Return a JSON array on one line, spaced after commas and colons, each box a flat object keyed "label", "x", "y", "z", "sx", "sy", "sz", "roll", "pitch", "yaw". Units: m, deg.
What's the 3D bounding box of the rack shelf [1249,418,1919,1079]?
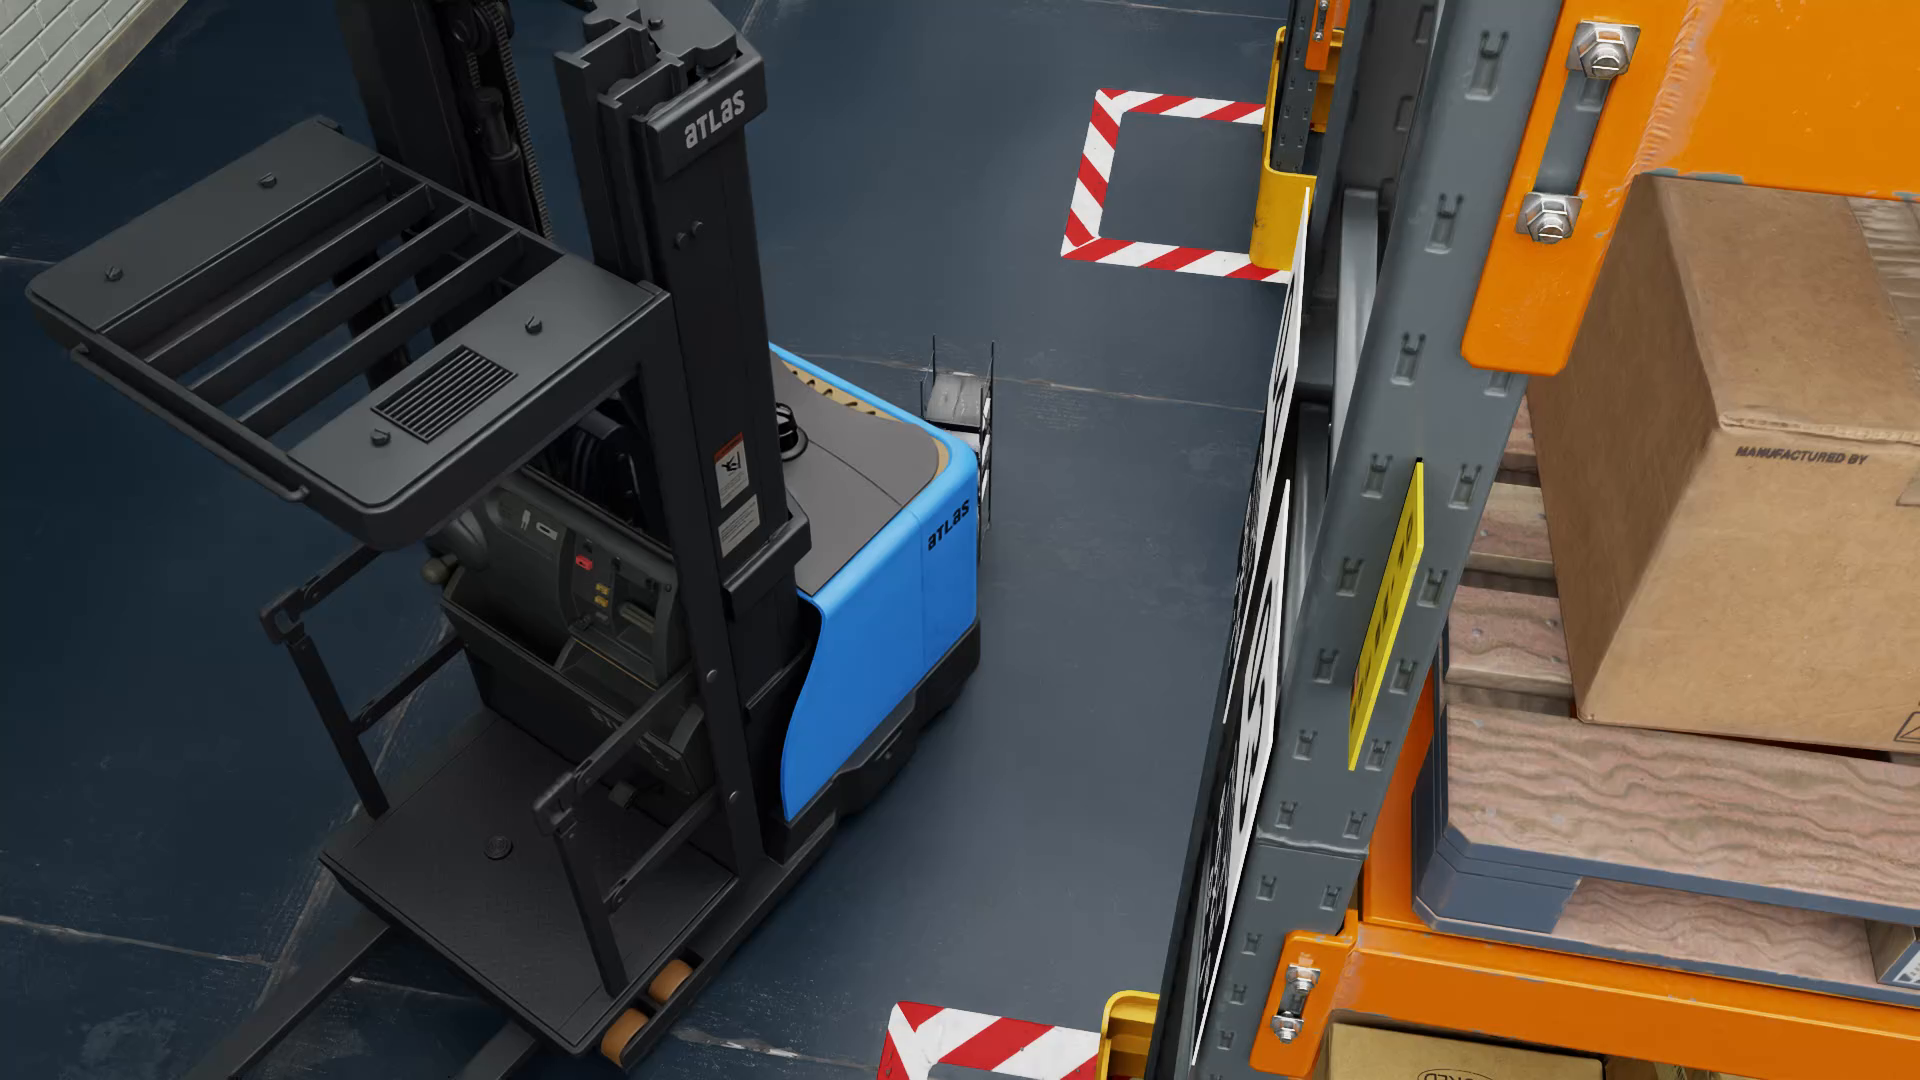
[{"label": "rack shelf", "x": 2.456, "y": 0.495, "z": 2.255, "sx": 4.000, "sy": 0.370, "sz": 1.077, "roll": 8, "pitch": 49, "yaw": 7}]

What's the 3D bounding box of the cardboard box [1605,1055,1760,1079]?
[{"label": "cardboard box", "x": 1.405, "y": 1.020, "z": 2.713, "sx": 0.500, "sy": 0.500, "sz": 0.500, "roll": 7, "pitch": 48, "yaw": 6}]

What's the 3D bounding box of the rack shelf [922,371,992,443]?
[{"label": "rack shelf", "x": -0.008, "y": -0.460, "z": 5.740, "sx": 0.200, "sy": 0.077, "sz": 0.258, "roll": 8, "pitch": 49, "yaw": 7}]

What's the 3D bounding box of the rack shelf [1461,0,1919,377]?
[{"label": "rack shelf", "x": 2.456, "y": -0.373, "z": 1.288, "sx": 4.000, "sy": 0.370, "sz": 1.077, "roll": 8, "pitch": 49, "yaw": 7}]

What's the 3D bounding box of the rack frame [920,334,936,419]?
[{"label": "rack frame", "x": -0.108, "y": -0.315, "z": 5.928, "sx": 0.006, "sy": 0.900, "sz": 0.240, "roll": 8, "pitch": 49, "yaw": 7}]

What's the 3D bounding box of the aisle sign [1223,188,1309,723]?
[{"label": "aisle sign", "x": 0.471, "y": -0.105, "z": 2.580, "sx": 0.004, "sy": 0.787, "sz": 0.394, "roll": 8, "pitch": 49, "yaw": 7}]

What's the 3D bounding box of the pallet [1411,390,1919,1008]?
[{"label": "pallet", "x": 1.220, "y": 0.111, "z": 2.177, "sx": 1.213, "sy": 0.211, "sz": 1.003, "roll": 8, "pitch": 49, "yaw": 7}]

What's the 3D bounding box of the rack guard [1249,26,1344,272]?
[{"label": "rack guard", "x": 1.545, "y": -1.779, "z": 7.512, "sx": 0.348, "sy": 0.500, "sz": 1.175, "roll": 8, "pitch": 49, "yaw": 7}]

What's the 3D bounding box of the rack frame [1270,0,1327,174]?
[{"label": "rack frame", "x": 1.470, "y": -2.624, "z": 6.591, "sx": 0.127, "sy": 3.000, "sz": 1.000, "roll": 8, "pitch": 49, "yaw": 7}]

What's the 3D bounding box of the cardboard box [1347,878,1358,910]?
[{"label": "cardboard box", "x": 1.014, "y": 0.565, "z": 3.122, "sx": 0.500, "sy": 0.500, "sz": 0.500, "roll": 8, "pitch": 49, "yaw": 7}]

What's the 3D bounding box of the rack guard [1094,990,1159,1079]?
[{"label": "rack guard", "x": 0.465, "y": 1.825, "z": 4.274, "sx": 0.348, "sy": 0.500, "sz": 1.175, "roll": 8, "pitch": 49, "yaw": 7}]

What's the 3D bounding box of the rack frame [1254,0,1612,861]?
[{"label": "rack frame", "x": 0.488, "y": -1.012, "z": 1.110, "sx": 0.127, "sy": 3.000, "sz": 1.000, "roll": 8, "pitch": 49, "yaw": 7}]

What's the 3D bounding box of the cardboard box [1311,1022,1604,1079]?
[{"label": "cardboard box", "x": 0.913, "y": 1.205, "z": 3.052, "sx": 0.500, "sy": 0.250, "sz": 0.500, "roll": 7, "pitch": 48, "yaw": 6}]

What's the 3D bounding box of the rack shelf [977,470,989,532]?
[{"label": "rack shelf", "x": -0.008, "y": -0.159, "z": 6.075, "sx": 0.200, "sy": 0.077, "sz": 0.258, "roll": 8, "pitch": 49, "yaw": 7}]

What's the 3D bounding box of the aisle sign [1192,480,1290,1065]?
[{"label": "aisle sign", "x": 0.364, "y": 0.334, "z": 2.185, "sx": 0.004, "sy": 0.787, "sz": 0.394, "roll": 8, "pitch": 49, "yaw": 7}]

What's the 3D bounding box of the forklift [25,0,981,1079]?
[{"label": "forklift", "x": -1.201, "y": 0.137, "z": 4.156, "sx": 1.130, "sy": 2.935, "sz": 3.031, "roll": 28, "pitch": 54, "yaw": 23}]

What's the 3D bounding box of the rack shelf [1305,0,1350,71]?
[{"label": "rack shelf", "x": 3.438, "y": -2.119, "z": 6.621, "sx": 4.000, "sy": 0.370, "sz": 1.077, "roll": 8, "pitch": 49, "yaw": 7}]

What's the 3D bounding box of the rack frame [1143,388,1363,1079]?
[{"label": "rack frame", "x": 0.488, "y": 0.993, "z": 3.341, "sx": 0.127, "sy": 3.000, "sz": 1.000, "roll": 8, "pitch": 49, "yaw": 7}]

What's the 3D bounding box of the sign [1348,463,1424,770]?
[{"label": "sign", "x": 0.384, "y": 0.077, "z": 1.507, "sx": 0.005, "sy": 0.325, "sz": 0.100, "roll": 8, "pitch": 49, "yaw": 7}]

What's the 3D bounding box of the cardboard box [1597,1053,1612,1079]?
[{"label": "cardboard box", "x": 1.511, "y": 0.881, "z": 3.343, "sx": 0.500, "sy": 0.250, "sz": 0.500, "roll": 7, "pitch": 48, "yaw": 6}]

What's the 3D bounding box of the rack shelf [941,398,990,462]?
[{"label": "rack shelf", "x": -0.008, "y": -0.400, "z": 5.807, "sx": 0.200, "sy": 0.077, "sz": 0.258, "roll": 8, "pitch": 49, "yaw": 7}]

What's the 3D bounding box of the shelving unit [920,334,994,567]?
[{"label": "shelving unit", "x": -0.008, "y": -0.302, "z": 5.916, "sx": 0.210, "sy": 0.900, "sz": 0.258, "roll": 8, "pitch": 49, "yaw": 7}]

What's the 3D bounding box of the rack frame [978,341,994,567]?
[{"label": "rack frame", "x": 0.092, "y": -0.288, "z": 5.904, "sx": 0.006, "sy": 0.900, "sz": 0.240, "roll": 8, "pitch": 49, "yaw": 7}]

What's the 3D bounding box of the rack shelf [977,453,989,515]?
[{"label": "rack shelf", "x": -0.008, "y": -0.219, "z": 6.008, "sx": 0.200, "sy": 0.077, "sz": 0.258, "roll": 8, "pitch": 49, "yaw": 7}]

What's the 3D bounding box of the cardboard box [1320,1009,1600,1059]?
[{"label": "cardboard box", "x": 1.012, "y": 0.814, "z": 3.403, "sx": 0.500, "sy": 0.250, "sz": 0.500, "roll": 7, "pitch": 48, "yaw": 6}]

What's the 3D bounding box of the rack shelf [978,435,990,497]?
[{"label": "rack shelf", "x": -0.008, "y": -0.280, "z": 5.941, "sx": 0.200, "sy": 0.077, "sz": 0.258, "roll": 8, "pitch": 49, "yaw": 7}]

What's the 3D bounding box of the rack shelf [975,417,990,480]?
[{"label": "rack shelf", "x": -0.008, "y": -0.340, "z": 5.874, "sx": 0.200, "sy": 0.077, "sz": 0.258, "roll": 8, "pitch": 49, "yaw": 7}]

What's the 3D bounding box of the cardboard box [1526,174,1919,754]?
[{"label": "cardboard box", "x": 1.009, "y": -0.187, "z": 1.968, "sx": 0.500, "sy": 0.500, "sz": 0.700, "roll": 5, "pitch": 48, "yaw": 5}]

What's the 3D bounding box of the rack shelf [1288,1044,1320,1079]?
[{"label": "rack shelf", "x": 2.456, "y": 1.498, "z": 3.371, "sx": 4.000, "sy": 0.370, "sz": 1.077, "roll": 8, "pitch": 49, "yaw": 7}]
